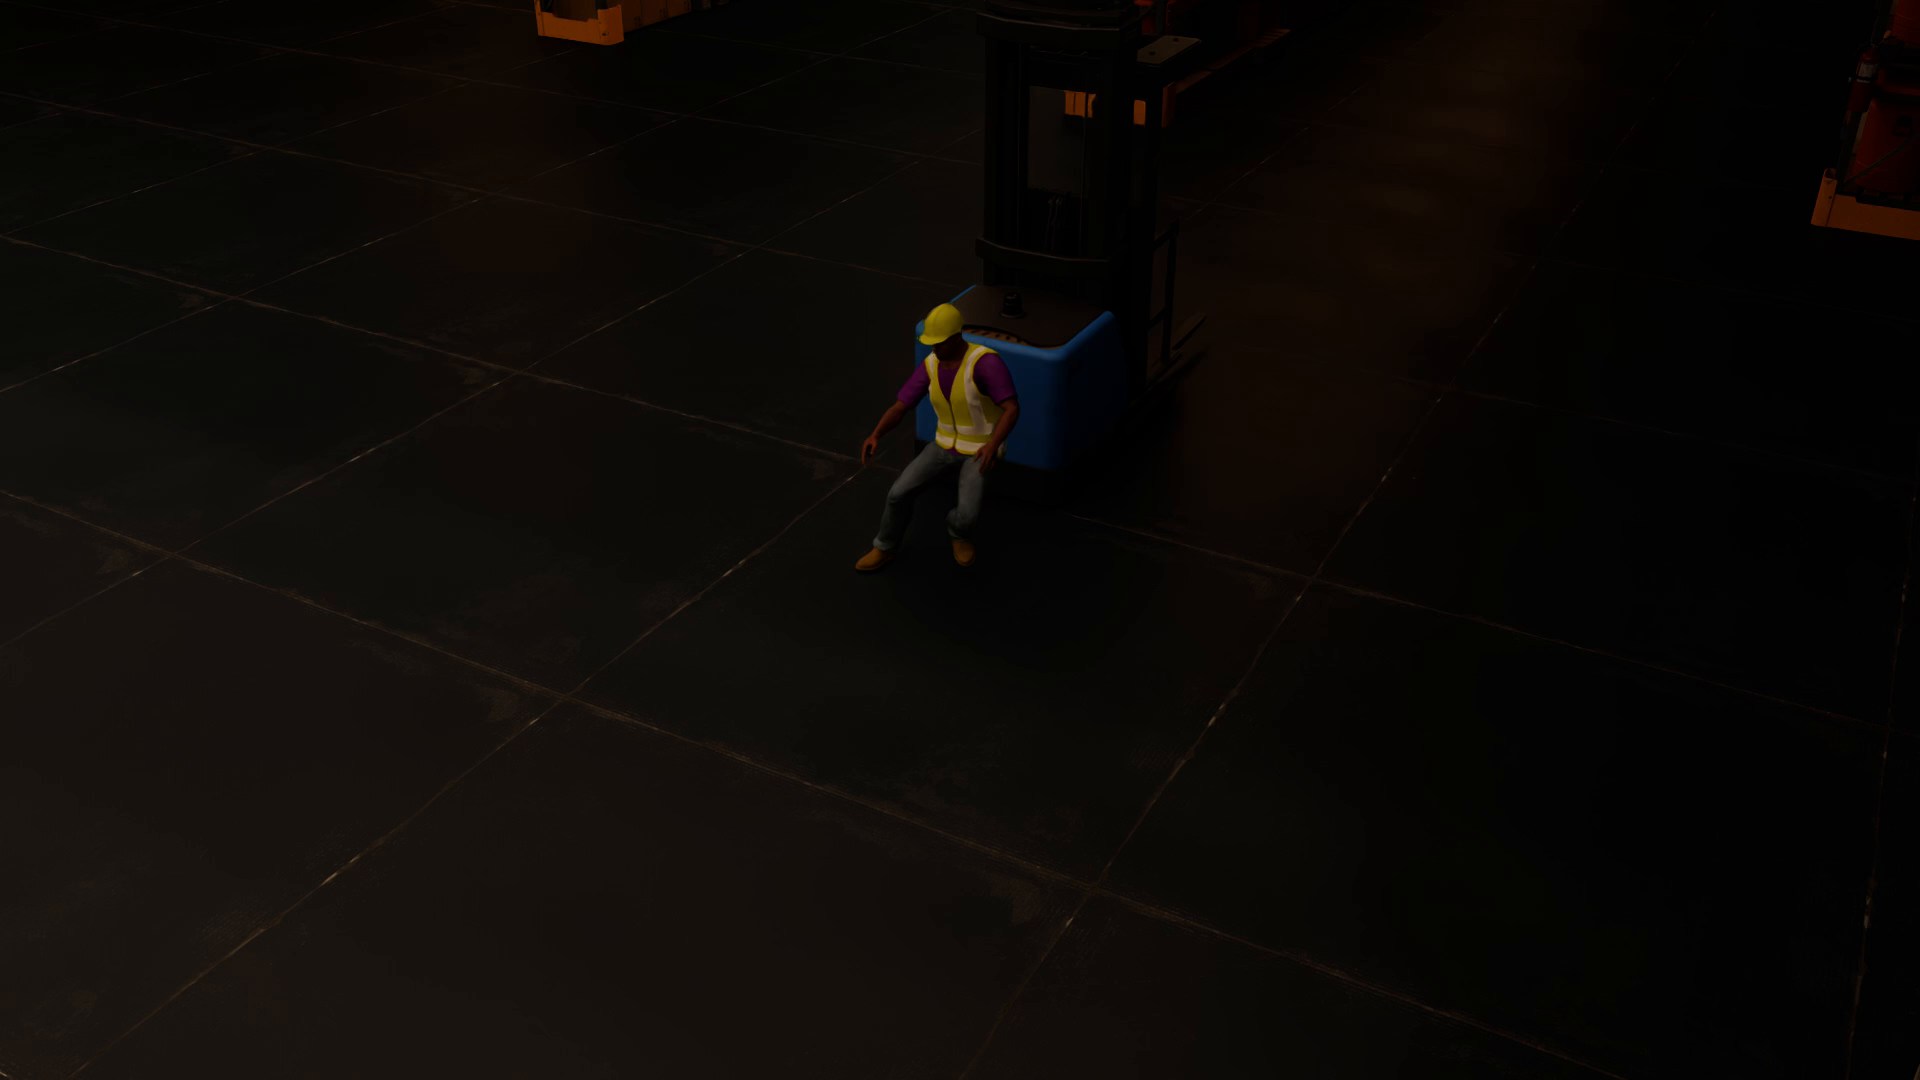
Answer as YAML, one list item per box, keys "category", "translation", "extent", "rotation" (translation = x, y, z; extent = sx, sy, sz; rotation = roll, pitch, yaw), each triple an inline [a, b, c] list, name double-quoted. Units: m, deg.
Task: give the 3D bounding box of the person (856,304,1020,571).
- category: "person"
  translation: [-0.116, -0.501, 9.280]
  extent: [0.856, 1.600, 0.746]
  rotation: [20, 35, 31]

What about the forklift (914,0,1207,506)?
- category: "forklift"
  translation: [0.848, -2.189, 10.864]
  extent: [1.130, 2.935, 3.031]
  rotation: [15, 33, 24]
